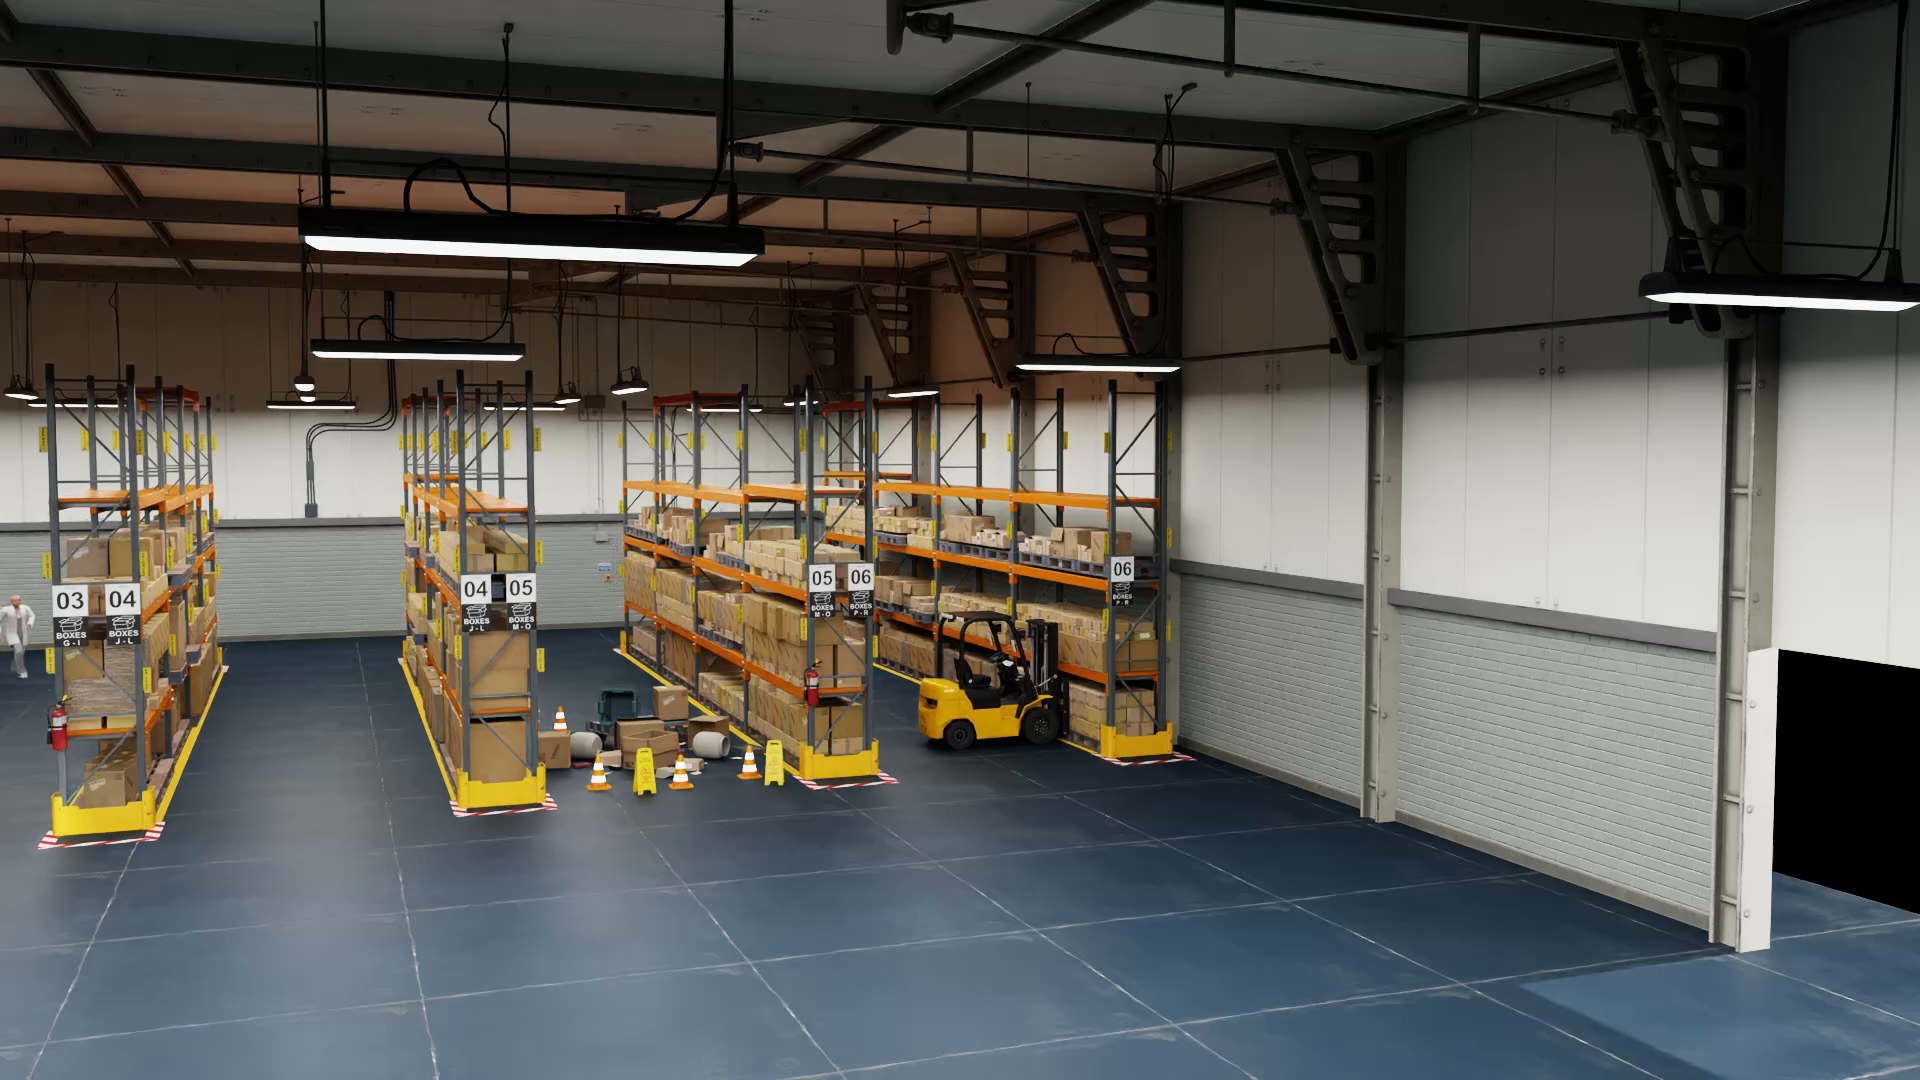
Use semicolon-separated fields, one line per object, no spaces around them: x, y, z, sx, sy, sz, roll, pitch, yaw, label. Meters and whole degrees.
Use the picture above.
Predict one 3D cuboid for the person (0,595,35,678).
-20.264;2.068;35.640;0.817;1.810;0.799;3;4;38;person
